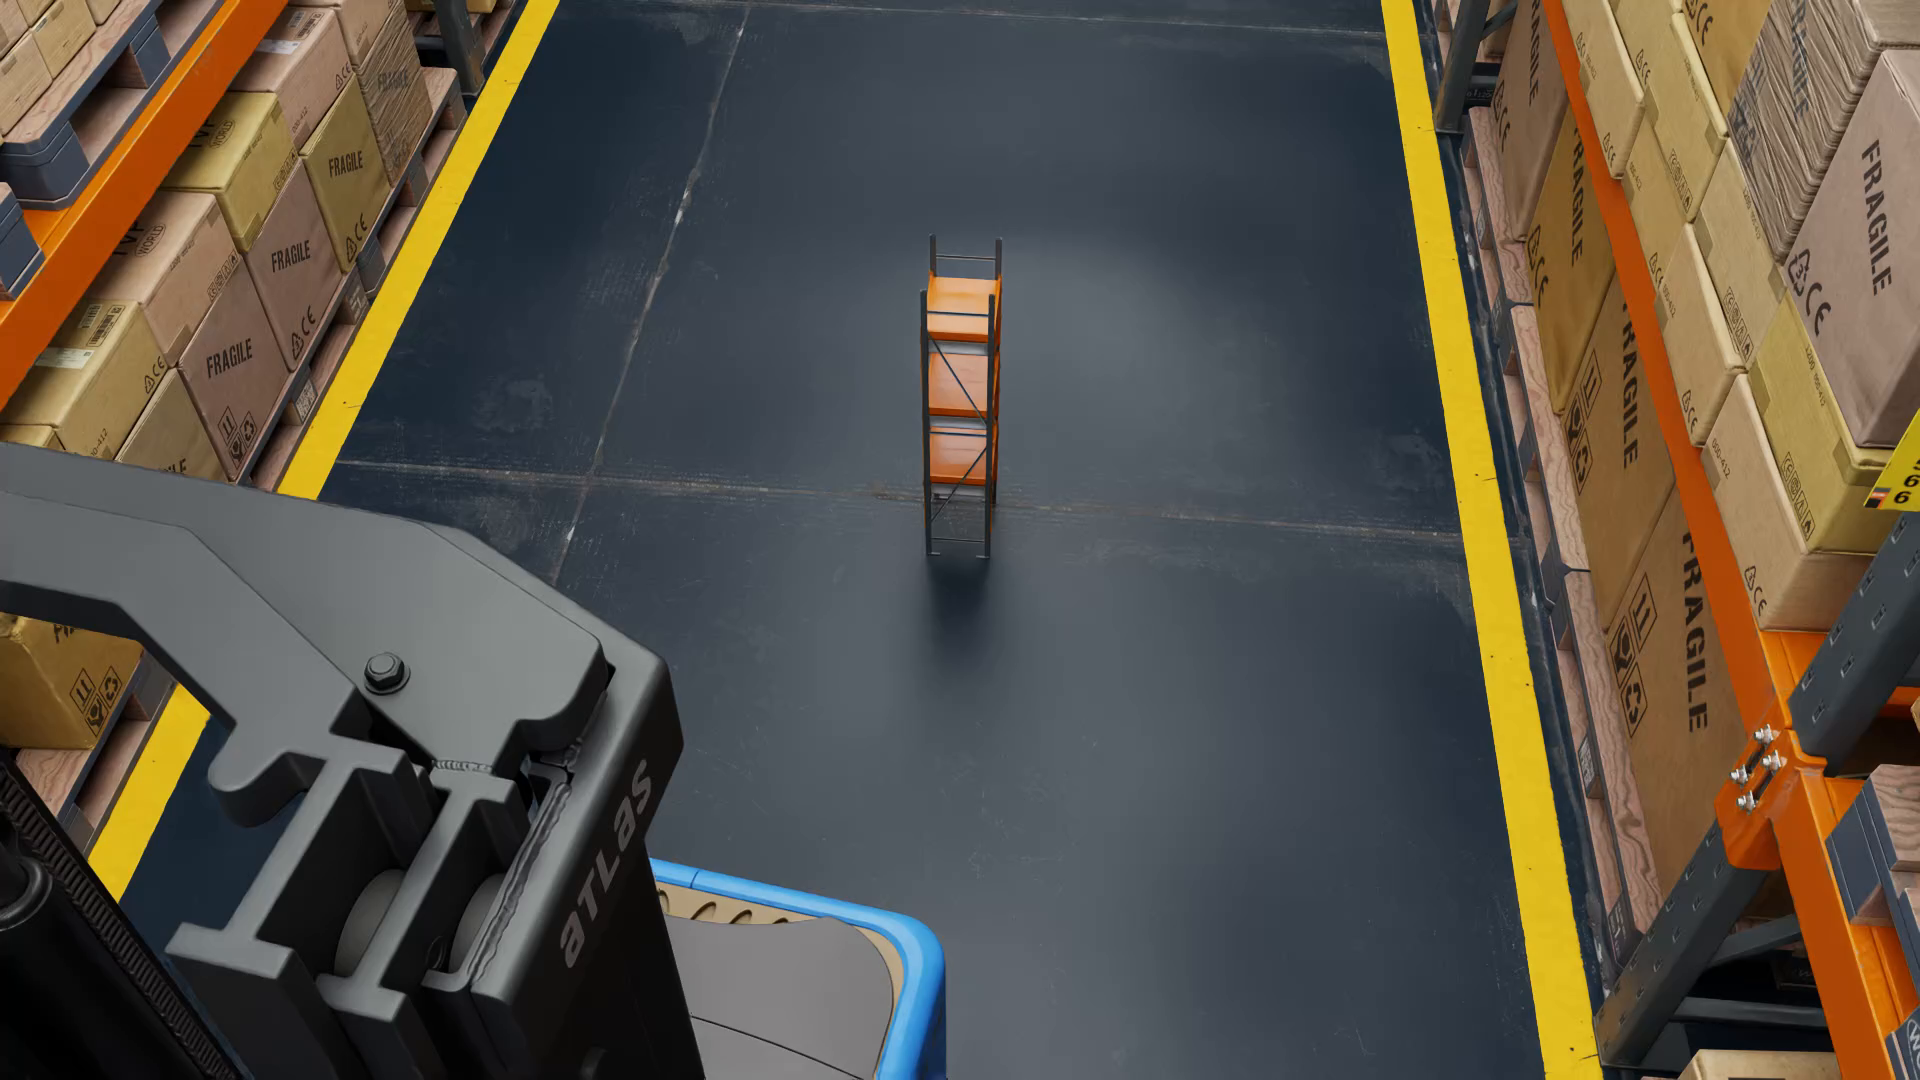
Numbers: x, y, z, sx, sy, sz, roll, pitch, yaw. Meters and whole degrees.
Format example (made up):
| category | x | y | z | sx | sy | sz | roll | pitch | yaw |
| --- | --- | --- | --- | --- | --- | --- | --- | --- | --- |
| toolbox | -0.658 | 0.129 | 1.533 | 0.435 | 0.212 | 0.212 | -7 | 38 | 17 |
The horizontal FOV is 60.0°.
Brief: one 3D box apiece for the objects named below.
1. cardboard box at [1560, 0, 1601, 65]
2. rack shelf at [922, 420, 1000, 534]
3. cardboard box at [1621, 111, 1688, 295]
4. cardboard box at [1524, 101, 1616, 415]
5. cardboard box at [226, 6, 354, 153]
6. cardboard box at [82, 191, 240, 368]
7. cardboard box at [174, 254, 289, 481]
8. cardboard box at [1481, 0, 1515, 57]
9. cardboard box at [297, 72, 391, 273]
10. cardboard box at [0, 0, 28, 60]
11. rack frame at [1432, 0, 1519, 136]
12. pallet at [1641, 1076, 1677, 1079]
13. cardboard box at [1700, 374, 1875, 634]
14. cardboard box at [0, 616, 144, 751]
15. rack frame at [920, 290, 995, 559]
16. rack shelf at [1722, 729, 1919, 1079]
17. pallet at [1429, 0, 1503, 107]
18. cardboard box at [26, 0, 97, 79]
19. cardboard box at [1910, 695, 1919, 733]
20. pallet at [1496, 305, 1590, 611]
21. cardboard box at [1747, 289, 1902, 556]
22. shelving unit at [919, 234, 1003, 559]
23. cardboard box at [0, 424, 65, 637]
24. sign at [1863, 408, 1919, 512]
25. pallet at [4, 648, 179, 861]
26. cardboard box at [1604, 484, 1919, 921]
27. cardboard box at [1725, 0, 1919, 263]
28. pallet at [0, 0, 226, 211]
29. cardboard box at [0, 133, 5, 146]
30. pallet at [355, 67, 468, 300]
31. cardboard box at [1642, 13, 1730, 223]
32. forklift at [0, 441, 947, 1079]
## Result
| category | x | y | z | sx | sy | sz | roll | pitch | yaw |
| --- | --- | --- | --- | --- | --- | --- | --- | --- | --- |
| cardboard box | 2.023 | -1.562 | 4.747 | 0.500 | 0.250 | 0.500 | 4 | 48 | 3 |
| rack shelf | 0.005 | -0.199 | 5.111 | 0.215 | 0.259 | 0.240 | 4 | 48 | 4 |
| cardboard box | 1.950 | -0.818 | 4.067 | 0.500 | 0.250 | 0.500 | 3 | 48 | 3 |
| cardboard box | 2.383 | -0.973 | 5.262 | 0.875 | 0.875 | 0.875 | 5 | 48 | 5 |
| cardboard box | -2.380 | -1.542 | 5.529 | 0.500 | 0.250 | 0.500 | 6 | 48 | 5 |
| cardboard box | -2.461 | -0.770 | 4.823 | 0.500 | 0.250 | 0.500 | 4 | 48 | 4 |
| cardboard box | -2.466 | -0.541 | 5.121 | 0.500 | 0.500 | 0.500 | 3 | 48 | 3 |
| cardboard box | 2.599 | -2.405 | 6.868 | 0.875 | 0.438 | 0.875 | 3 | 48 | 3 |
| cardboard box | -2.368 | -1.293 | 5.809 | 0.500 | 0.500 | 0.500 | 3 | 48 | 3 |
| cardboard box | -2.535 | -1.256 | 4.050 | 0.380 | 0.149 | 0.250 | 4 | 48 | 4 |
| rack frame | 2.434 | -2.674 | 5.663 | 1.000 | 3.000 | 0.127 | 4 | 48 | 4 |
| pallet | 1.997 | 1.781 | 3.478 | 1.003 | 0.211 | 1.213 | 4 | 48 | 4 |
| cardboard box | 1.857 | -0.073 | 3.385 | 0.500 | 0.250 | 0.500 | 2 | 48 | 2 |
| cardboard box | -2.550 | 0.206 | 4.438 | 0.500 | 0.500 | 0.500 | 2 | 48 | 2 |
| rack frame | -0.006 | -0.304 | 4.817 | 0.200 | 1.050 | 0.008 | 4 | 48 | 4 |
| rack shelf | 1.888 | 1.978 | 1.895 | 1.077 | 0.370 | 4.000 | 4 | 48 | 4 |
| pallet | 2.582 | -2.286 | 7.198 | 1.003 | 0.211 | 1.213 | 4 | 48 | 4 |
| cardboard box | -2.508 | -1.340 | 4.328 | 0.380 | 0.149 | 0.250 | 4 | 48 | 4 |
| cardboard box | 1.798 | 0.305 | 2.384 | 0.500 | 0.500 | 0.500 | 3 | 48 | 2 |
| pallet | 2.331 | -0.262 | 5.346 | 1.003 | 0.211 | 1.213 | 4 | 48 | 4 |
| cardboard box | 1.861 | -0.225 | 3.186 | 0.500 | 0.250 | 0.500 | 4 | 48 | 3 |
| shelving unit | 0.005 | -0.394 | 4.899 | 0.215 | 1.050 | 0.252 | 4 | 48 | 4 |
| cardboard box | -2.565 | -0.035 | 4.150 | 0.500 | 0.250 | 0.500 | 2 | 48 | 2 |
| sign | 1.517 | -0.160 | 2.579 | 0.100 | 0.325 | 0.005 | 4 | 48 | 4 |
| pallet | -2.796 | 0.374 | 4.765 | 1.003 | 0.211 | 1.213 | 4 | 48 | 4 |
| cardboard box | 2.216 | 0.339 | 4.062 | 0.875 | 0.875 | 0.875 | 3 | 48 | 3 |
| cardboard box | 1.895 | -0.881 | 3.277 | 0.500 | 0.500 | 0.500 | 5 | 48 | 4 |
| pallet | -2.729 | -1.386 | 4.615 | 1.003 | 0.211 | 1.213 | 4 | 48 | 4 |
| cardboard box | -2.555 | -0.959 | 3.980 | 0.380 | 0.149 | 0.250 | 6 | 48 | 5 |
| pallet | -2.574 | -1.419 | 6.405 | 1.003 | 0.211 | 1.213 | 4 | 48 | 4 |
| cardboard box | 1.930 | -0.980 | 3.876 | 0.500 | 0.250 | 0.500 | 3 | 48 | 3 |
| forklift | -0.867 | 1.431 | 1.955 | 1.130 | 2.935 | 3.031 | 10 | 48 | 9 |
